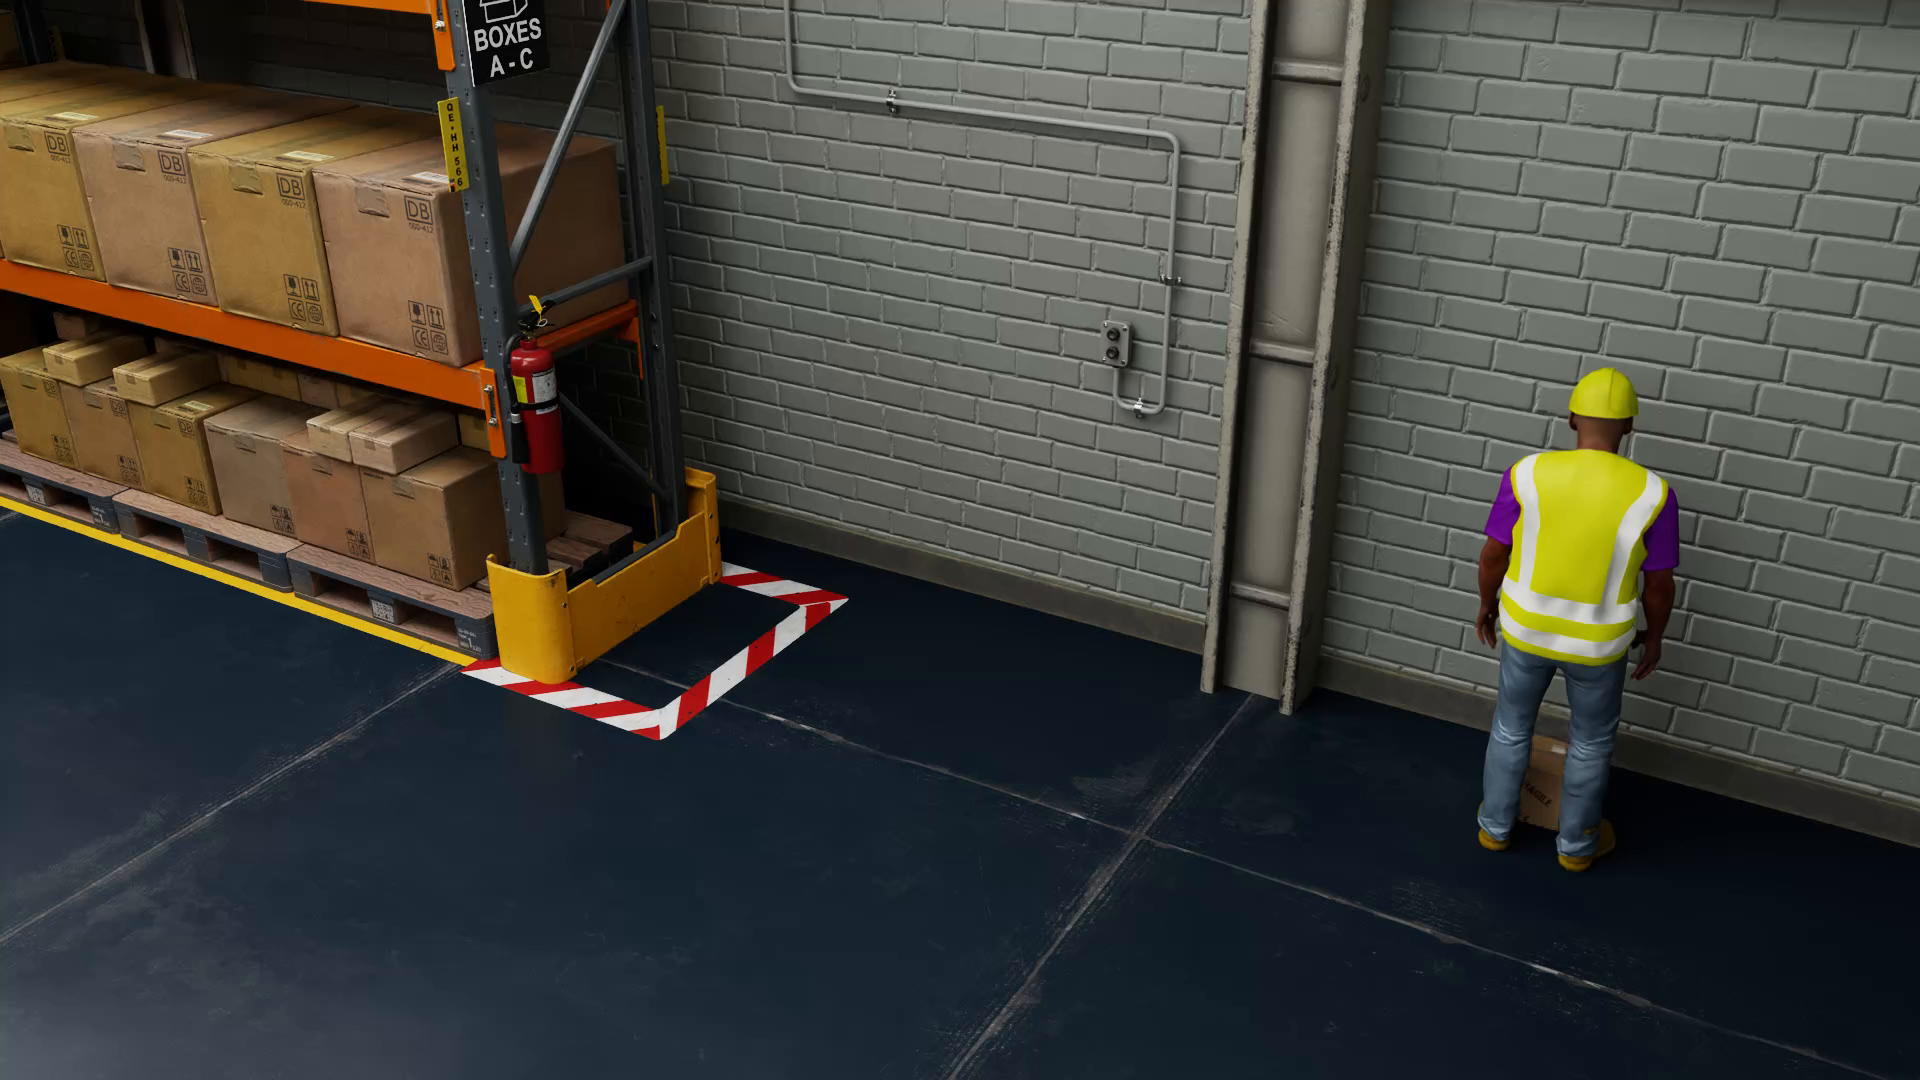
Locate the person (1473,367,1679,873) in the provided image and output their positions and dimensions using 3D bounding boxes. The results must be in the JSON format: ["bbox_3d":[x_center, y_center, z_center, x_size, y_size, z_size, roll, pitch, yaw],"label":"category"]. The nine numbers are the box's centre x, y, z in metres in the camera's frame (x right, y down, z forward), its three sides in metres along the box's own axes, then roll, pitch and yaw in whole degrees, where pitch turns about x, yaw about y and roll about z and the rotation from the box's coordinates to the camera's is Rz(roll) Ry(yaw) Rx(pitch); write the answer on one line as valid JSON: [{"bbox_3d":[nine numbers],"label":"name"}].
[{"bbox_3d":[2.018,0.283,5.528,0.615,1.757,0.457,13,29,24],"label":"person"}]
